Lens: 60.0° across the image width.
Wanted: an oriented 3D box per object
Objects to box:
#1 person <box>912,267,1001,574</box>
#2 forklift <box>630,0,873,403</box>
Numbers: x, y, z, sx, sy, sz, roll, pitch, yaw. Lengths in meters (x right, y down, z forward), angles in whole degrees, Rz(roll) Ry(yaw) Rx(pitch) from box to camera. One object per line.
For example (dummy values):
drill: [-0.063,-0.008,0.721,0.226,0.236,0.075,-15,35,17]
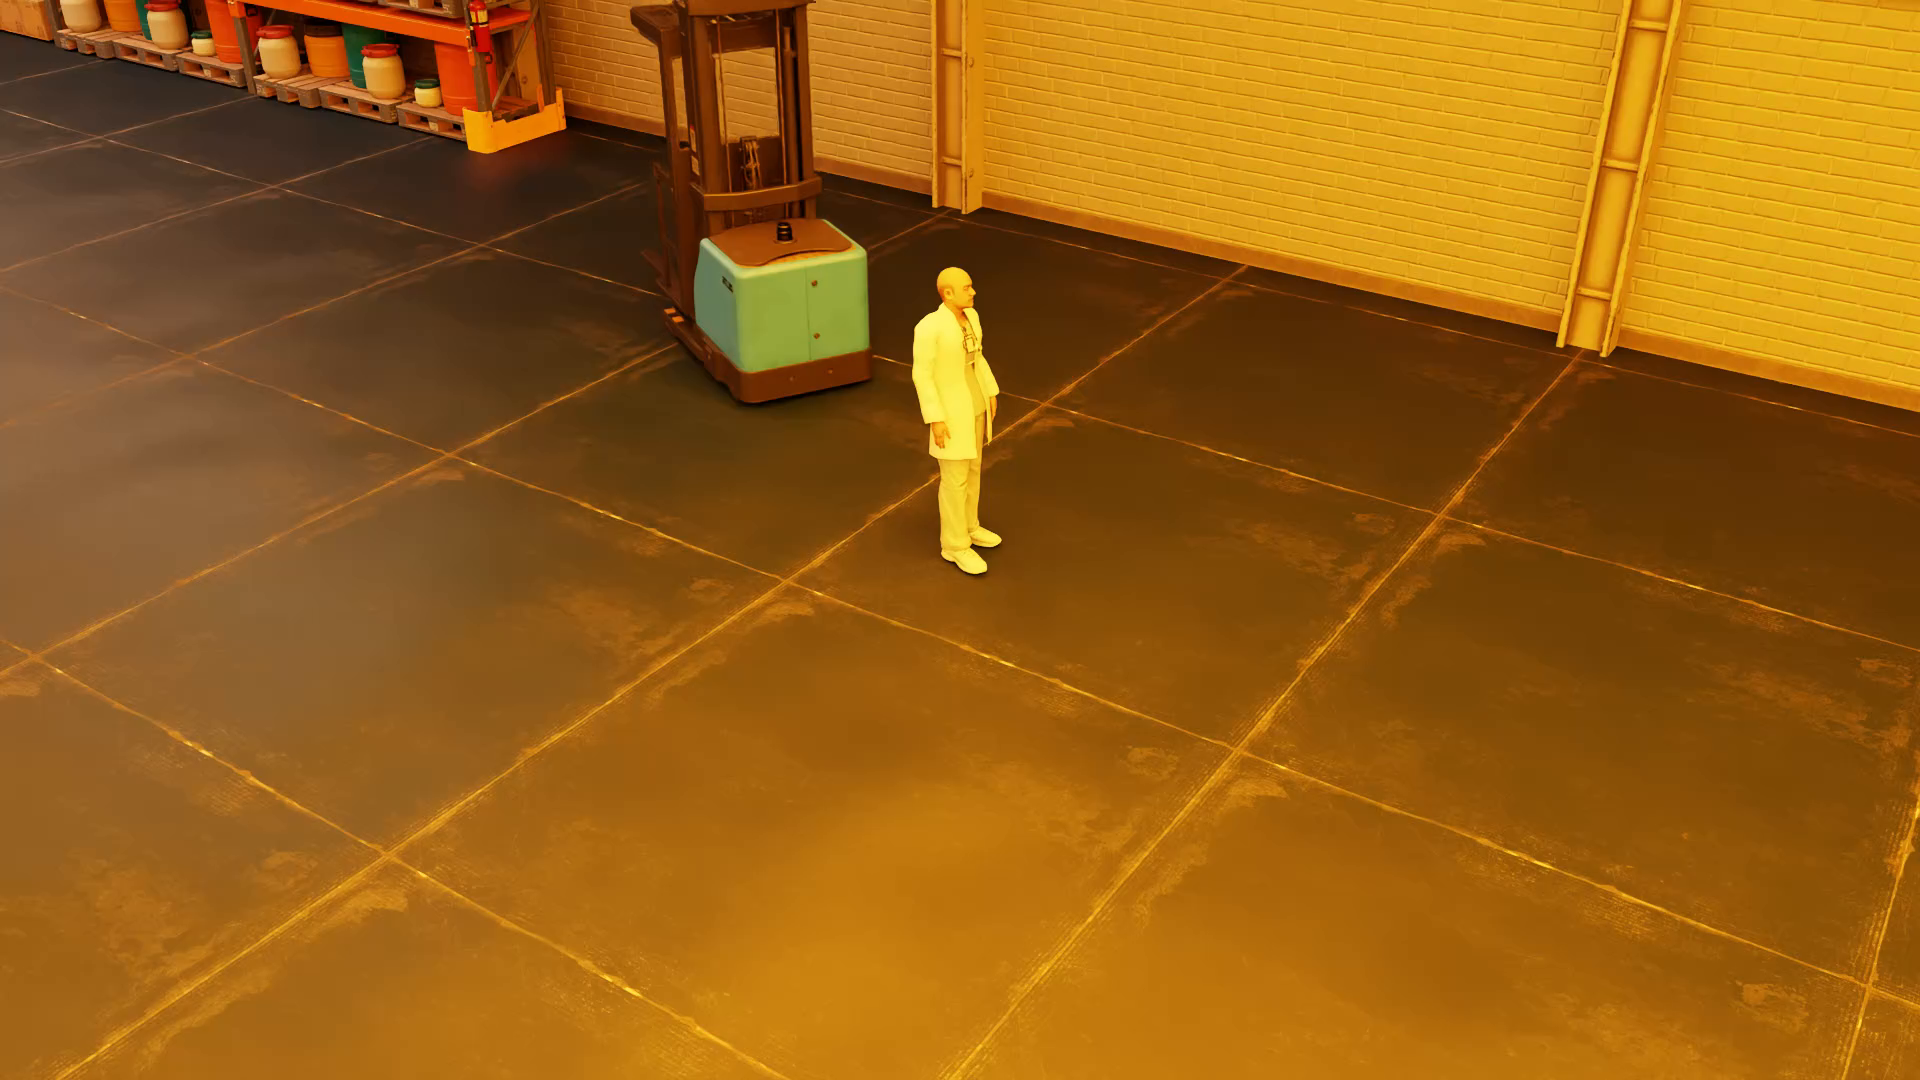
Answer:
person: [0.074,-0.748,10.003,0.578,1.778,0.698,19,35,29]
forklift: [-1.770,-2.976,12.707,1.130,2.935,3.031,-14,33,-23]
